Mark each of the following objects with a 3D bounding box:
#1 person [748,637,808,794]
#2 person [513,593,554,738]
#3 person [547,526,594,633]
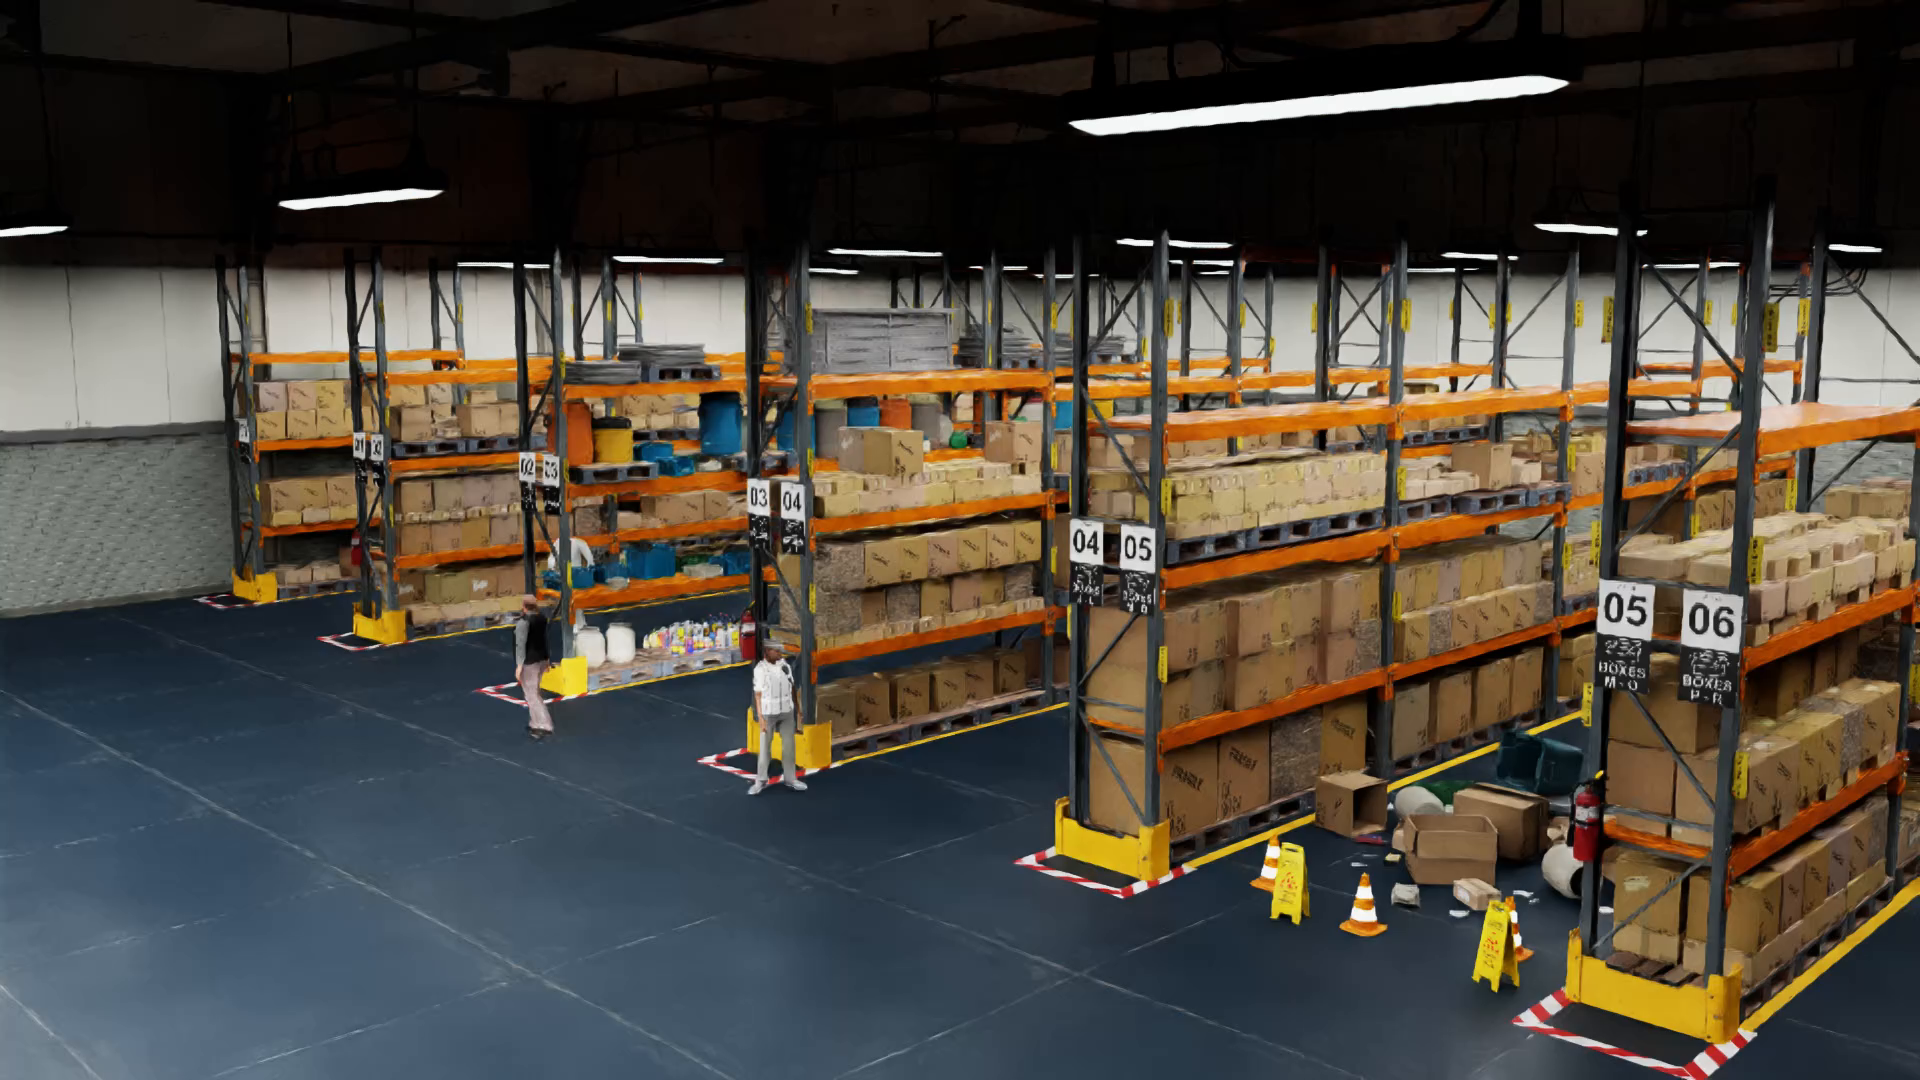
[{"bbox_3d":[-1.955,1.838,17.616,0.628,1.679,0.379,-5,9,-31],"label":"person"},{"bbox_3d":[-5.113,1.504,20.024,0.538,1.708,0.631,3,9,19],"label":"person"},{"bbox_3d":[-6.144,0.583,26.321,0.716,1.719,0.858,4,9,25],"label":"person"}]
